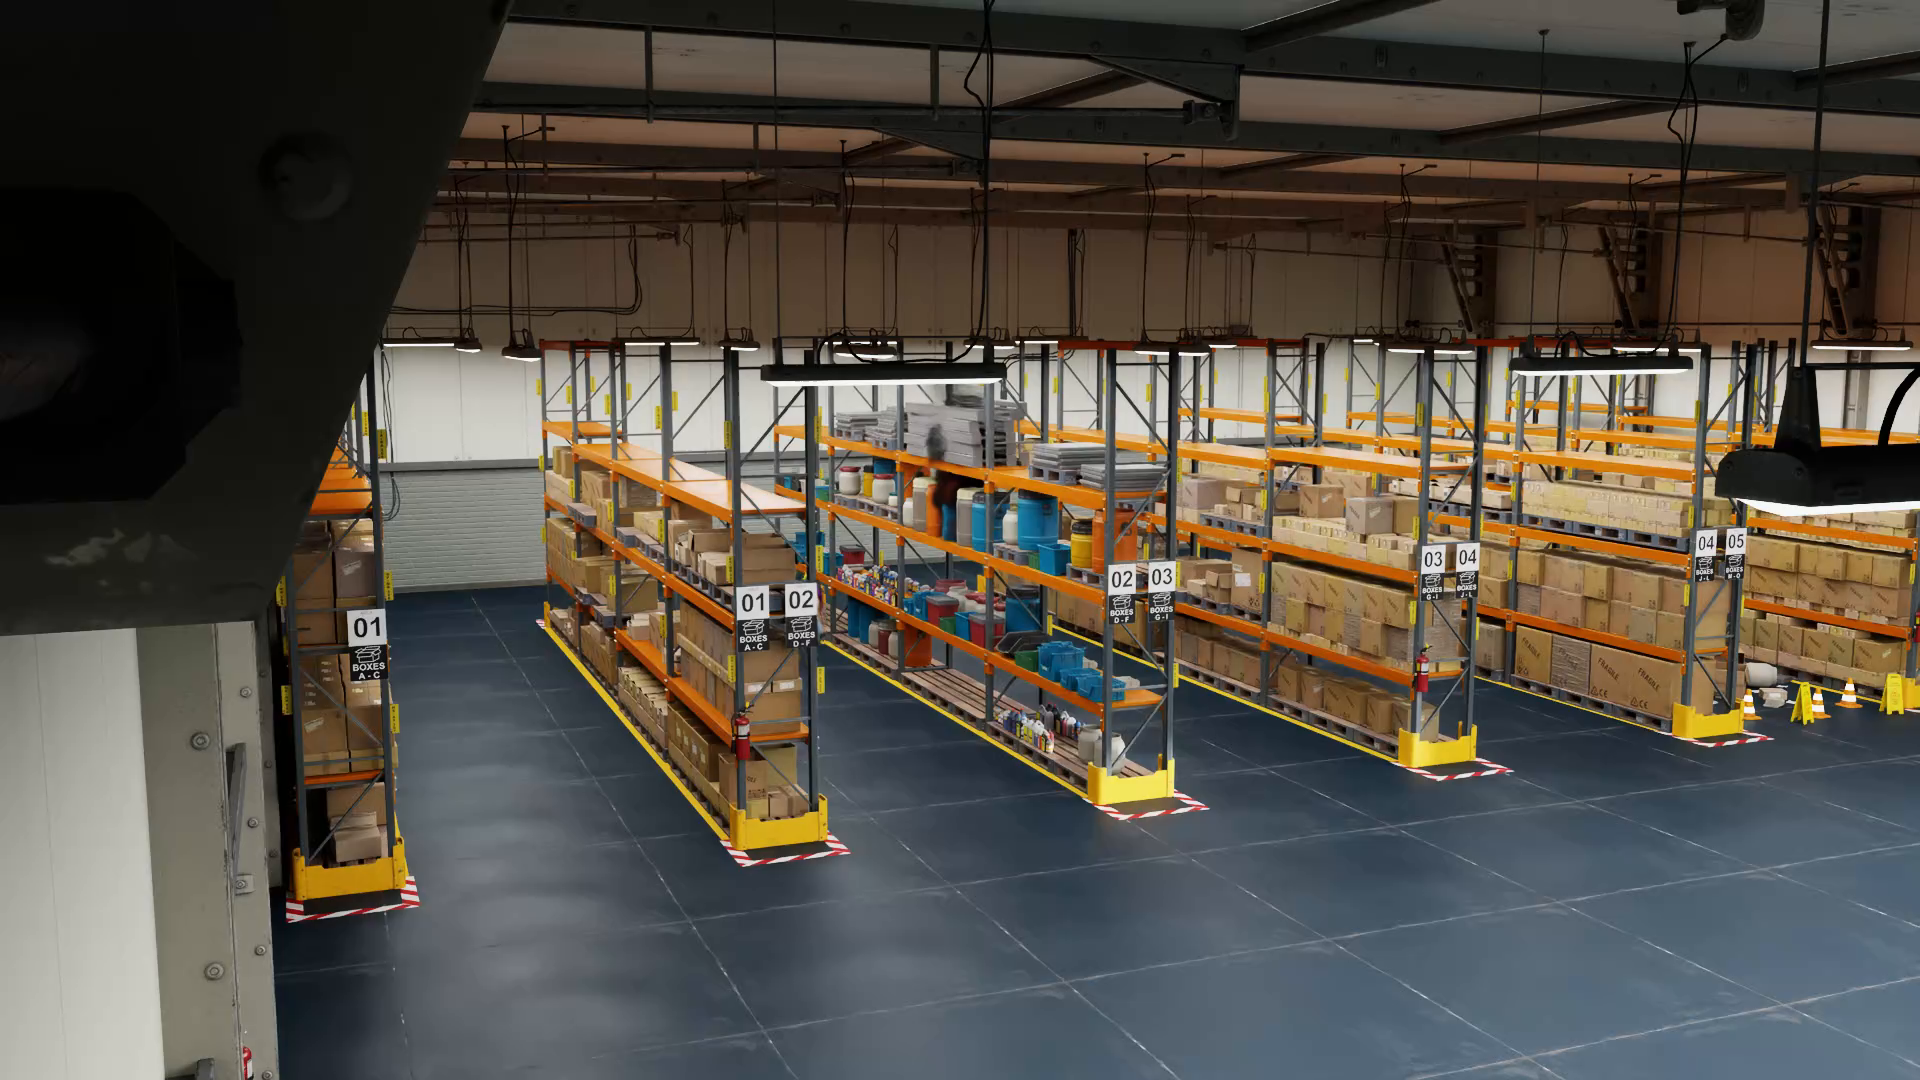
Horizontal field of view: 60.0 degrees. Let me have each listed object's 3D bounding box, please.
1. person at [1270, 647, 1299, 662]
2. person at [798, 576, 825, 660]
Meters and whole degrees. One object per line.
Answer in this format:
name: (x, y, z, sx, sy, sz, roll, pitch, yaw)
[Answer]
person: (6.057, 1.344, 31.442, 0.669, 1.823, 0.855, -4, 9, -30)
person: (-2.803, 1.450, 30.542, 0.687, 1.645, 0.962, -3, 8, -22)
